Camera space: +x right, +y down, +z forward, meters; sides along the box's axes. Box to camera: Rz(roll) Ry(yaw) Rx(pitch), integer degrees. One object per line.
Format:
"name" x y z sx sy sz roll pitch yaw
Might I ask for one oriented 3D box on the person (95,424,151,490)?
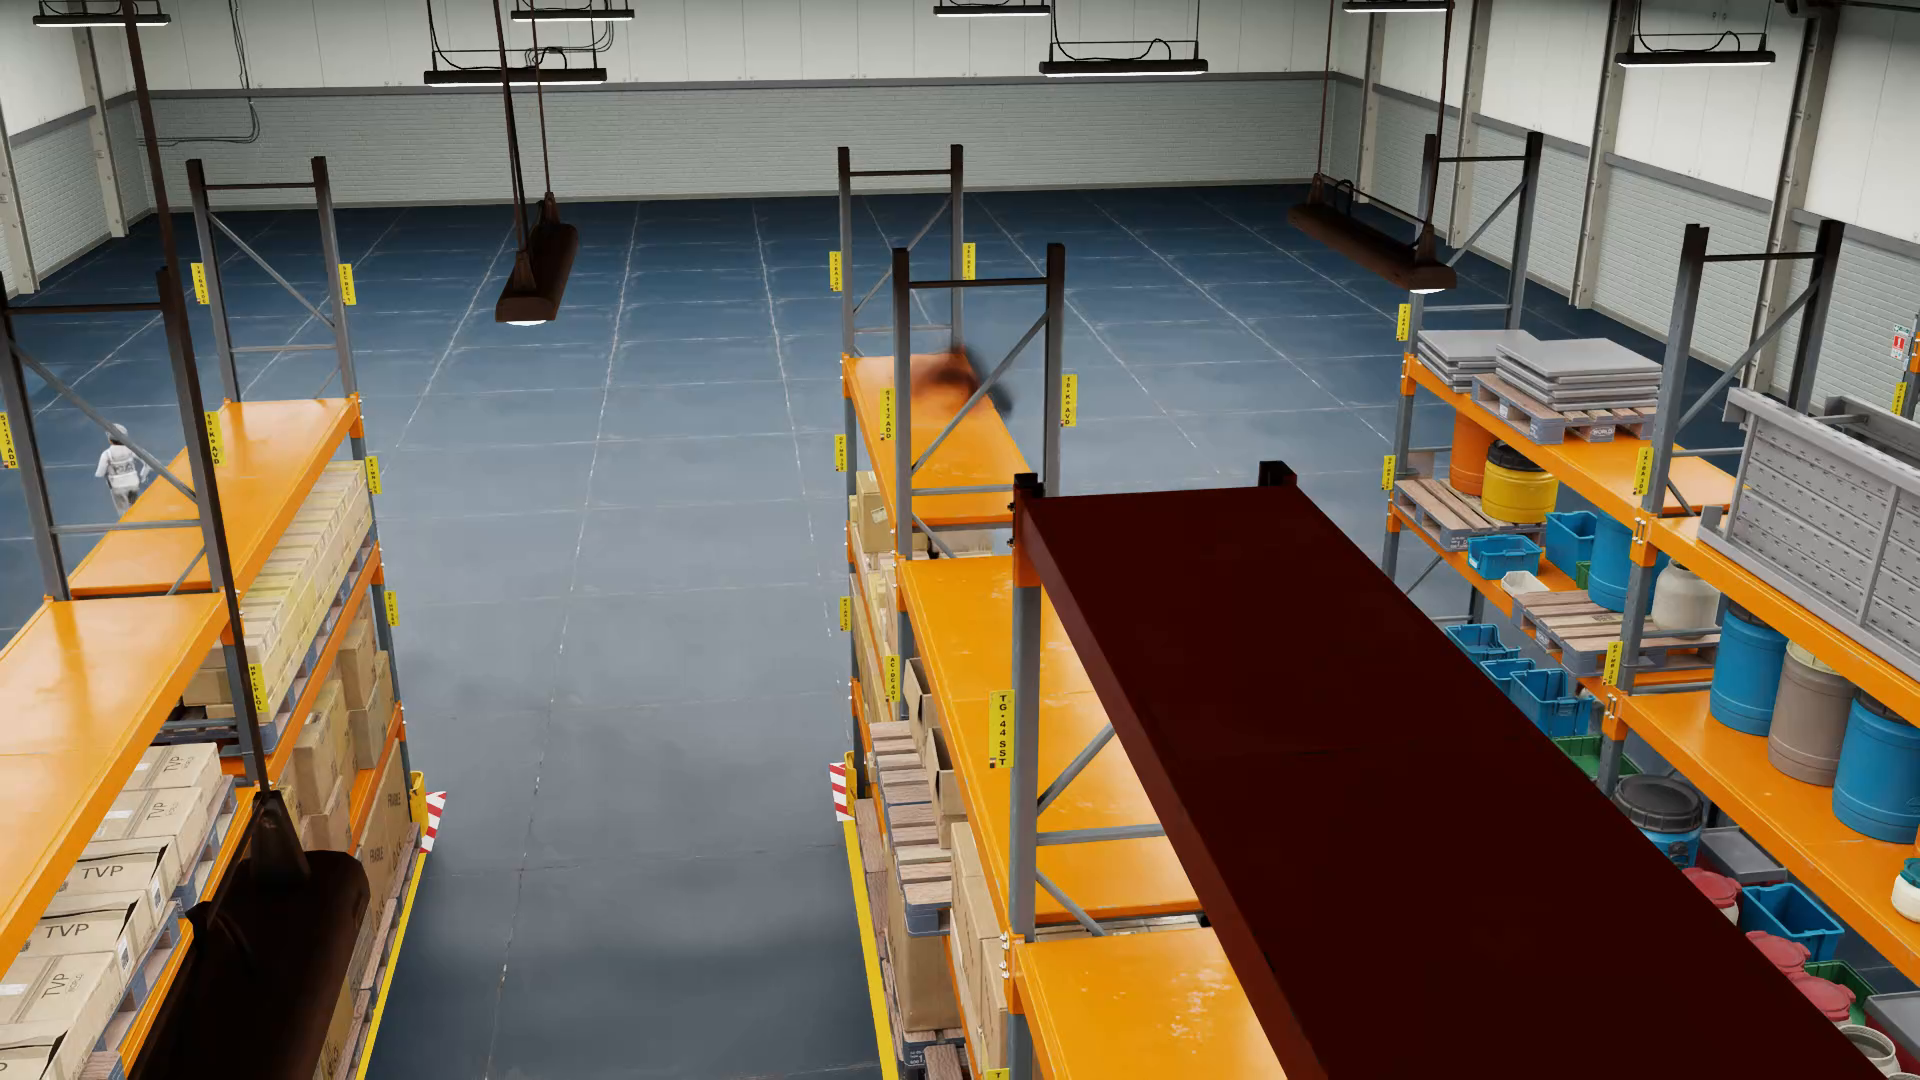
"person" -10.504 -0.649 20.924 0.938 1.684 0.610 15 26 33

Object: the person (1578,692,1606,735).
"person" 6.080 1.722 15.866 0.396 0.866 0.612 -7 23 -16

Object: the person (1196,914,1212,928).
"person" 1.849 2.512 11.872 0.659 0.825 0.447 -5 22 -13
